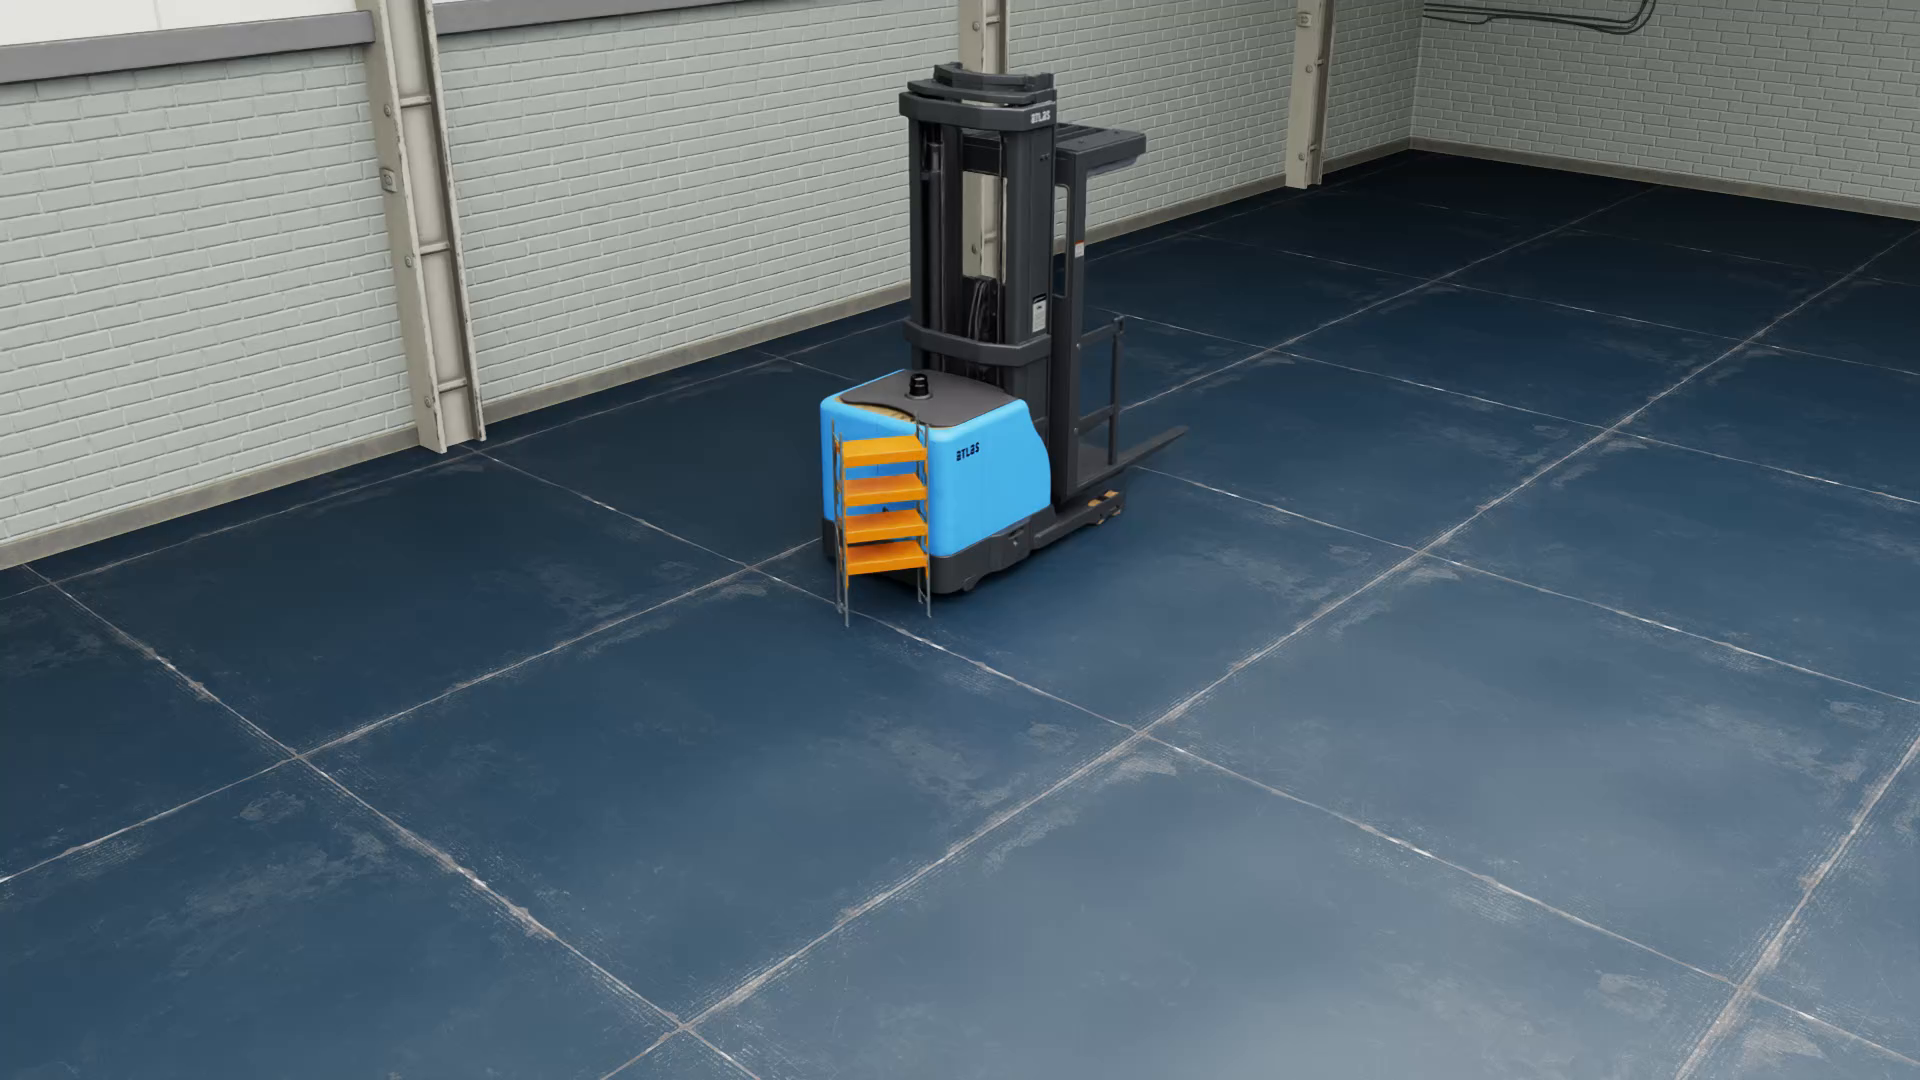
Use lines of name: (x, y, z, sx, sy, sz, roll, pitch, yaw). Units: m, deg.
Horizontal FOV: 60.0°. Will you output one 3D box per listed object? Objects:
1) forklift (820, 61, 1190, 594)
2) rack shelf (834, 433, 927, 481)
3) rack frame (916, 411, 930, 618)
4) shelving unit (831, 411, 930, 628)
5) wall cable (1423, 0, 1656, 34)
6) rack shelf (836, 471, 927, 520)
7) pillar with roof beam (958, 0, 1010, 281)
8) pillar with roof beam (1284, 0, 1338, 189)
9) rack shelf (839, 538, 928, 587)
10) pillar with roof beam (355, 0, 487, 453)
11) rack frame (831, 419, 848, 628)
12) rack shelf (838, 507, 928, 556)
forklift: (0.456, -1.552, 10.629, 1.130, 2.935, 3.031, 18, 30, 35)
rack shelf: (-0.449, -0.472, 9.375, 0.480, 0.148, 0.258, -6, 25, -14)
rack frame: (-0.214, -0.140, 9.595, 0.015, 1.200, 0.240, -6, 25, -14)
shelving unit: (-0.449, -0.113, 9.536, 0.503, 1.200, 0.258, -6, 25, -14)
wall cable: (7.179, -7.616, 20.532, 3.097, 2.526, 0.112, 20, 31, 38)
rack shelf: (-0.449, -0.256, 9.472, 0.480, 0.148, 0.258, -6, 25, -14)
pillar with roof beam: (3.429, -5.493, 12.002, 9.100, 9.000, 0.400, 20, 31, 38)
pillar with roof beam: (7.434, -7.321, 16.079, 9.100, 9.000, 0.400, 20, 31, 38)
rack shelf: (-0.449, 0.129, 9.645, 0.480, 0.148, 0.258, -6, 25, -14)
pillar with roof beam: (-0.575, -3.665, 7.925, 9.100, 9.000, 0.400, 20, 31, 38)
rack frame: (-0.684, -0.086, 9.476, 0.015, 1.200, 0.240, -6, 25, -14)
rack shelf: (-0.449, -0.052, 9.563, 0.480, 0.148, 0.258, -6, 25, -14)
